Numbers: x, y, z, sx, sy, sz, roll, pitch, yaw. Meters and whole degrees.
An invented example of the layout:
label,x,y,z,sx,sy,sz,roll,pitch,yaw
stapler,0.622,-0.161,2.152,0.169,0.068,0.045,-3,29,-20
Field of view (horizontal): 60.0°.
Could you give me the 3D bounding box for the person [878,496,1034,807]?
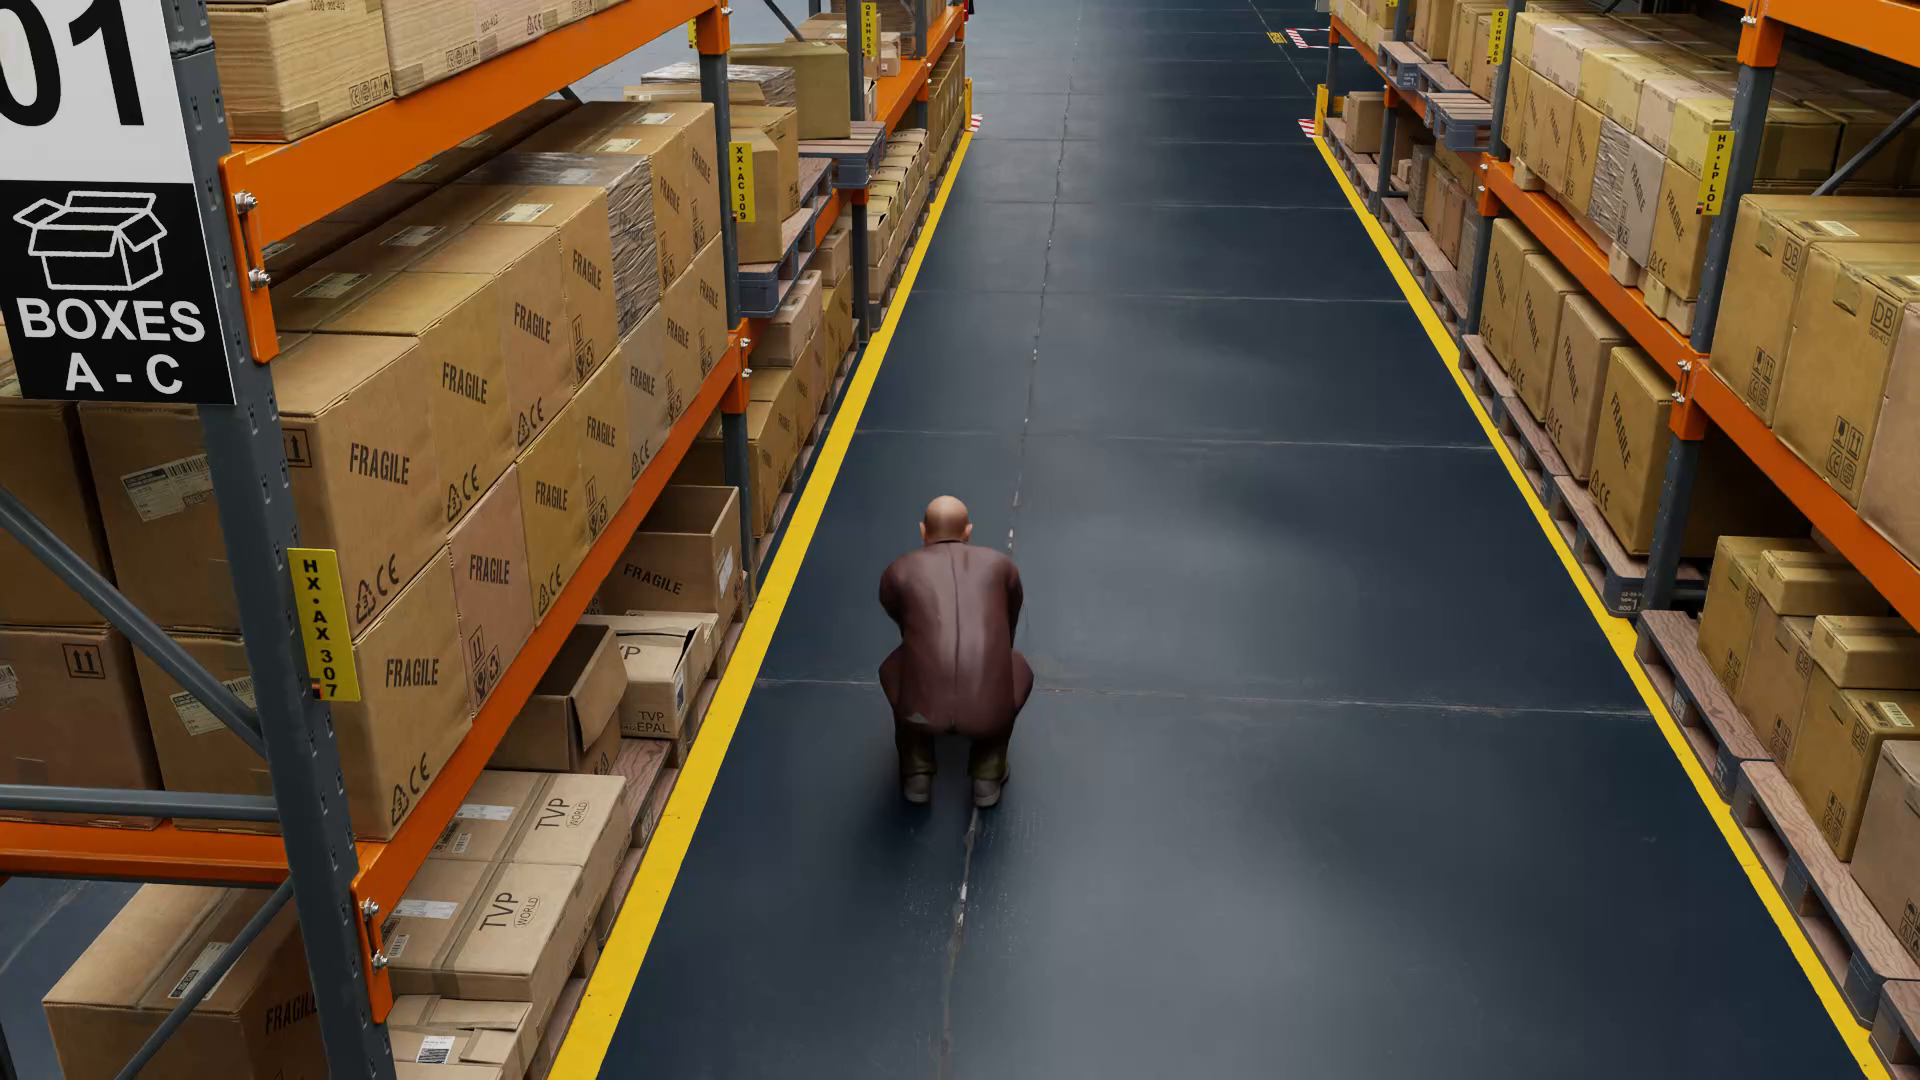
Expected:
label,x,y,z,sx,sy,sz,roll,pitch,yaw
person,-0.012,0.390,6.213,0.585,1.000,0.928,1,24,3
